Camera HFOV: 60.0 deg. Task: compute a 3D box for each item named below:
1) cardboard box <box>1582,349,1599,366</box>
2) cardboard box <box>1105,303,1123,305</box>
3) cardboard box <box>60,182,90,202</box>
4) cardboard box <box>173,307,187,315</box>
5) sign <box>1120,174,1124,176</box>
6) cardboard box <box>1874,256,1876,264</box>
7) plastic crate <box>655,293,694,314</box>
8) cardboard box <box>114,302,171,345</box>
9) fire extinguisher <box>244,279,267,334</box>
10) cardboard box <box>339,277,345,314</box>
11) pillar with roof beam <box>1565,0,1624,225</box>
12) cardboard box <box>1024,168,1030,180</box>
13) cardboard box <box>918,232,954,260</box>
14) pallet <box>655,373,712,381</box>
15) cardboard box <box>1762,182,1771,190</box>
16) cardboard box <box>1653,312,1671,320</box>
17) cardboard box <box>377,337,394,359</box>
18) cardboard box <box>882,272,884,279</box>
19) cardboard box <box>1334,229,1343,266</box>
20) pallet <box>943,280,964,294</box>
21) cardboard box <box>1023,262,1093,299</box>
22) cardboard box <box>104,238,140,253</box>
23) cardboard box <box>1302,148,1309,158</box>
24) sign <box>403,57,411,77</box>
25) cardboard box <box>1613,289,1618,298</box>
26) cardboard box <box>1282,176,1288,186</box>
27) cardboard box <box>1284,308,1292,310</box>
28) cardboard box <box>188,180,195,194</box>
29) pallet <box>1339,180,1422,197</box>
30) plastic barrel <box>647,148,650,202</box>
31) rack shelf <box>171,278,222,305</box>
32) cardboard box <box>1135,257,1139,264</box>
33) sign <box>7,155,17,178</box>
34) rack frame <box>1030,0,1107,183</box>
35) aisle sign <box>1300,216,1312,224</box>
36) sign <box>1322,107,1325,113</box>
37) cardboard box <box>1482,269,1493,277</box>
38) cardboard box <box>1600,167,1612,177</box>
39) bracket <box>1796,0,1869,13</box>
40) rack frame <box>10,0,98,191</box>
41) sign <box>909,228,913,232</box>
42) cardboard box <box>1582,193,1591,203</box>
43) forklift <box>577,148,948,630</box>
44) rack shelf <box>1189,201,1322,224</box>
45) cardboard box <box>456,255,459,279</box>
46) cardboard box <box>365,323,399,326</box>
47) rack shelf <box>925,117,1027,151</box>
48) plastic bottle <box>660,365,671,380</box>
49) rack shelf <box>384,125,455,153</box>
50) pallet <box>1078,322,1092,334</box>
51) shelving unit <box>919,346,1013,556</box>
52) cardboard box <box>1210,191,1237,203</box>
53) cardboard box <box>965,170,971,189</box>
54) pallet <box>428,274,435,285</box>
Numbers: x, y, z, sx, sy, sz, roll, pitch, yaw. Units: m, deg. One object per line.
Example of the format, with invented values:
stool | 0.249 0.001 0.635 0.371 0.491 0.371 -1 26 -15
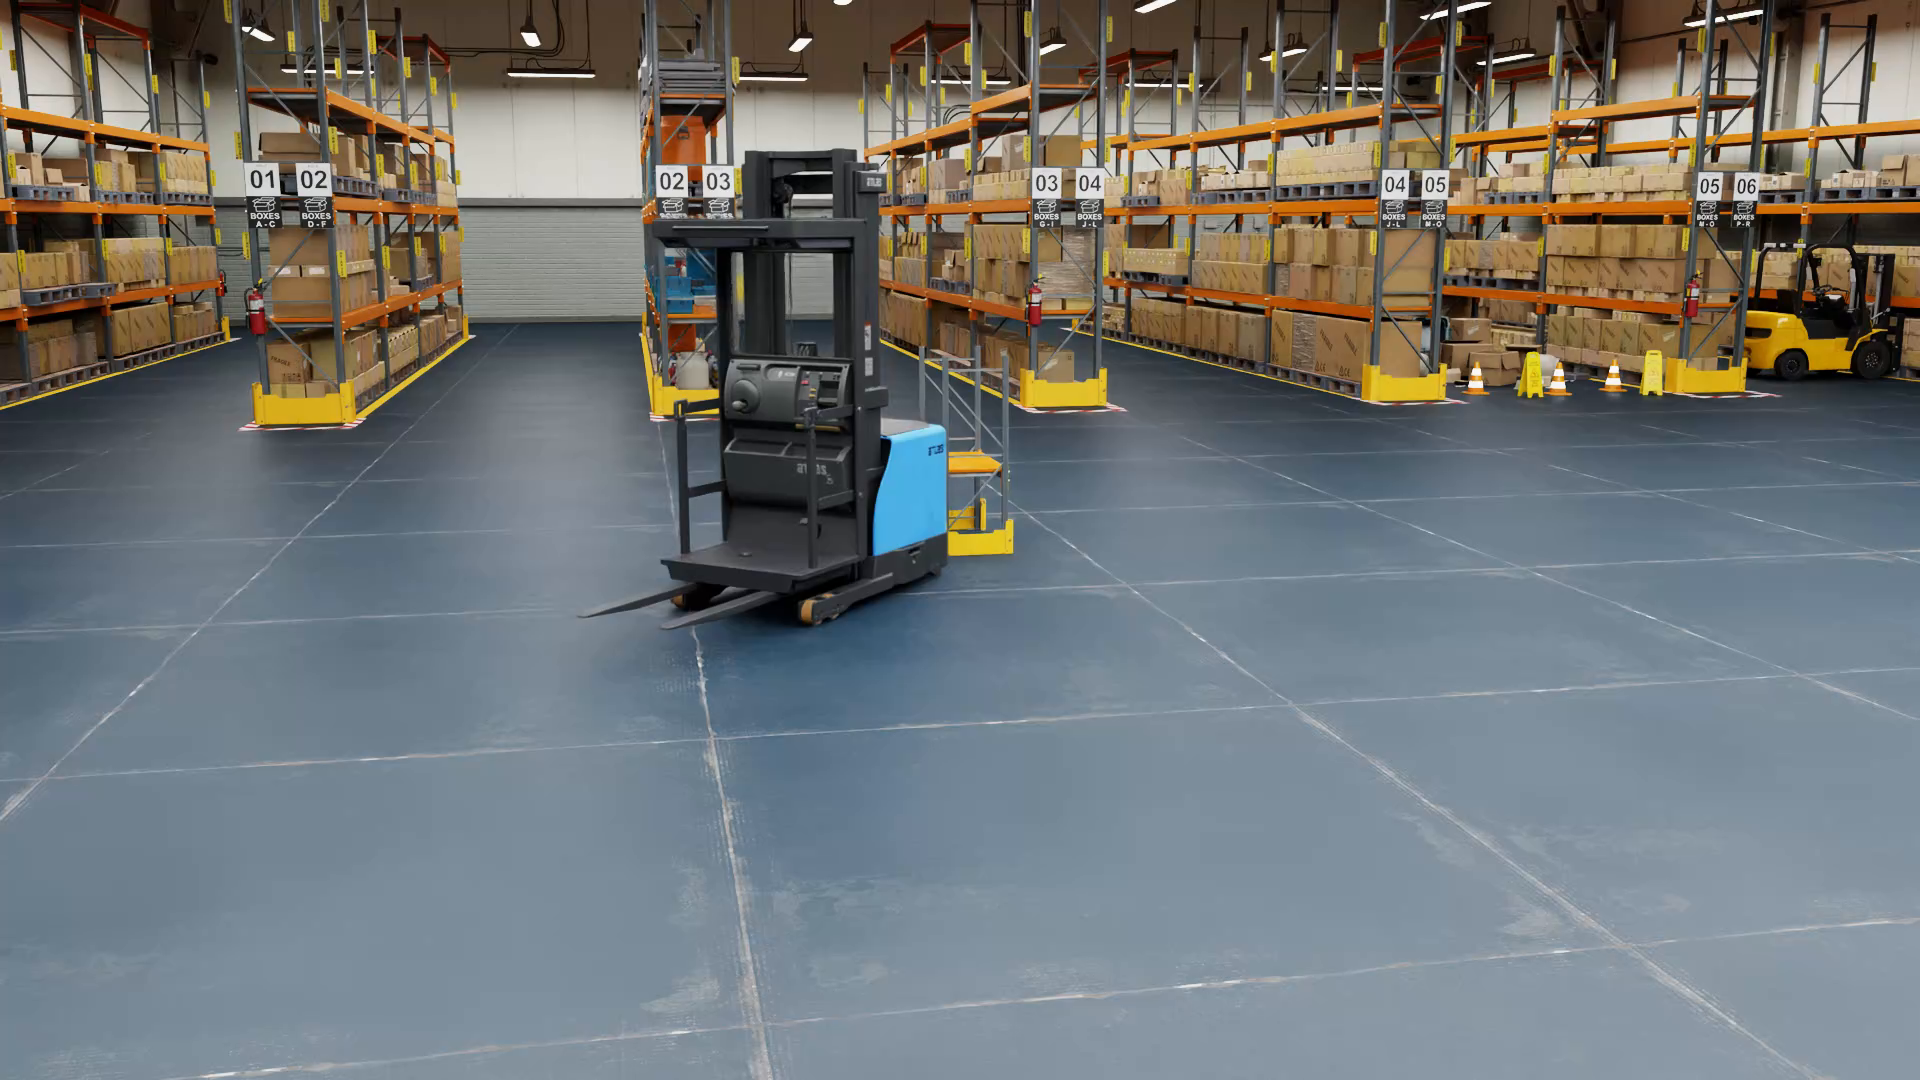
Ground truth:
cardboard box | 10.459 -2.965 26.982 0.500 0.250 0.500 -2 11 -12
cardboard box | 3.562 -5.386 38.384 0.380 0.149 0.250 -2 11 -10
cardboard box | -14.282 -5.572 26.613 0.500 0.311 0.500 -2 11 -11
cardboard box | -15.397 -4.496 32.622 0.380 0.149 0.250 -2 11 -9
sign | 3.766 -8.349 38.651 0.100 0.325 0.005 -2 11 -11
cardboard box | 15.341 -4.619 27.438 0.380 0.149 0.250 -2 11 -12
plastic crate | -3.804 -3.156 22.152 0.499 0.251 0.616 -2 11 -11
cardboard box | -15.211 -4.024 30.944 0.750 0.750 0.750 -2 11 -10
fire extinguisher | -8.705 -2.892 20.575 0.296 0.674 0.183 -2 11 -11
cardboard box | -8.458 -3.200 21.718 0.700 0.500 0.500 -2 11 -10
pillar with roof beam | 10.226 -9.022 36.528 9.100 9.000 0.548 -2 11 -11
cardboard box | 1.085 -4.963 22.564 0.380 0.149 0.250 -2 11 -11
cardboard box | -0.361 -5.592 31.601 0.797 0.503 0.637 -2 11 -10
pallet | -4.101 -2.387 25.173 1.003 0.211 1.213 -2 11 -11
cardboard box | 14.744 -6.399 30.055 0.380 0.149 0.250 -2 11 -11
cardboard box | 14.185 -4.385 33.774 0.500 0.500 0.500 -2 11 -9
cardboard box | -8.887 -2.918 25.236 0.500 0.311 0.500 -2 11 -11
cardboard box | -1.470 -5.638 35.469 0.380 0.149 0.250 -2 11 -10
cardboard box | 6.123 -4.369 24.838 0.875 0.550 0.550 -2 11 -11
pallet | 0.314 -4.339 28.486 1.003 0.211 1.213 -2 11 -11
cardboard box | 1.365 -3.625 23.157 0.875 0.500 0.500 -2 11 -11
cardboard box | -14.834 -5.204 29.396 0.500 0.250 0.500 -2 11 -12
cardboard box | 5.490 -5.955 25.586 0.380 0.149 0.250 -2 11 -10
sign | -9.285 -7.940 27.926 0.100 0.325 0.005 -2 11 -11
cardboard box | 10.605 -3.907 26.372 0.380 0.149 0.250 -2 11 -11
cardboard box | 5.342 -5.702 26.394 0.380 0.149 0.250 -2 11 -11
cardboard box | 8.280 -5.453 39.554 0.875 0.438 0.875 -3 11 -13
cardboard box | -15.632 -7.062 33.266 0.500 0.250 0.500 -2 11 -13
pallet | 6.176 -5.056 23.950 1.003 0.211 1.213 -2 11 -11
plastic barrel | -4.757 -5.927 26.949 0.600 0.901 0.708 -2 11 -11
rack shelf | -15.854 -5.002 33.378 1.077 0.370 4.000 -2 11 -11
cardboard box | 3.776 -5.688 33.813 0.380 0.149 0.250 -3 11 -13
sign | -13.378 -5.270 23.457 0.100 0.325 0.005 -2 11 -11
rack frame | 1.445 -6.275 22.098 1.000 3.000 0.127 -2 11 -11
aisle sign | 8.344 -7.924 39.856 0.394 0.787 0.004 -2 11 -11
sign | 8.589 -10.085 39.405 0.100 0.325 0.005 -2 11 -11
cardboard box | 9.758 -4.874 30.331 0.380 0.149 0.250 -2 11 -9
cardboard box | 10.436 -5.857 26.465 0.380 0.149 0.250 -2 11 -12
bracket | 15.853 -9.281 28.265 0.076 0.066 4.783 -2 11 -11
rack frame | -14.687 -7.202 26.968 1.000 3.000 0.127 -2 11 -11
sign | -1.132 -6.965 38.037 0.100 0.325 0.005 -2 11 -11
cardboard box | 10.370 -5.567 27.074 0.380 0.149 0.250 -2 11 -9
forklift | -1.226 -0.999 10.608 1.130 2.935 3.031 6 12 28
rack shelf | 5.163 -5.710 29.078 1.077 0.370 4.000 -2 11 -11
cardboard box | -10.926 -5.785 35.300 0.500 0.500 0.500 -2 11 -11
cardboard box | -10.241 -3.587 29.528 0.500 0.500 0.500 -2 11 -9
rack shelf | 0.278 -6.826 27.985 1.077 0.370 4.000 -2 11 -11
plastic bottle | -4.223 -2.394 23.861 0.152 0.276 0.135 -2 11 -11
rack shelf | -10.996 -8.128 33.767 1.077 0.370 4.000 -2 11 -11
pallet | 3.356 -4.890 38.325 1.003 0.211 1.213 -2 11 -11
shelving unit | 0.015 -0.723 12.983 0.587 1.500 1.083 -2 11 -11
cardboard box | 4.924 -6.594 31.530 0.500 0.500 0.500 -2 11 -11
cardboard box | 0.489 -6.055 27.564 0.797 0.503 0.637 -2 11 -9
pallet | -10.558 -4.925 31.561 1.003 0.211 1.213 -2 11 -11
